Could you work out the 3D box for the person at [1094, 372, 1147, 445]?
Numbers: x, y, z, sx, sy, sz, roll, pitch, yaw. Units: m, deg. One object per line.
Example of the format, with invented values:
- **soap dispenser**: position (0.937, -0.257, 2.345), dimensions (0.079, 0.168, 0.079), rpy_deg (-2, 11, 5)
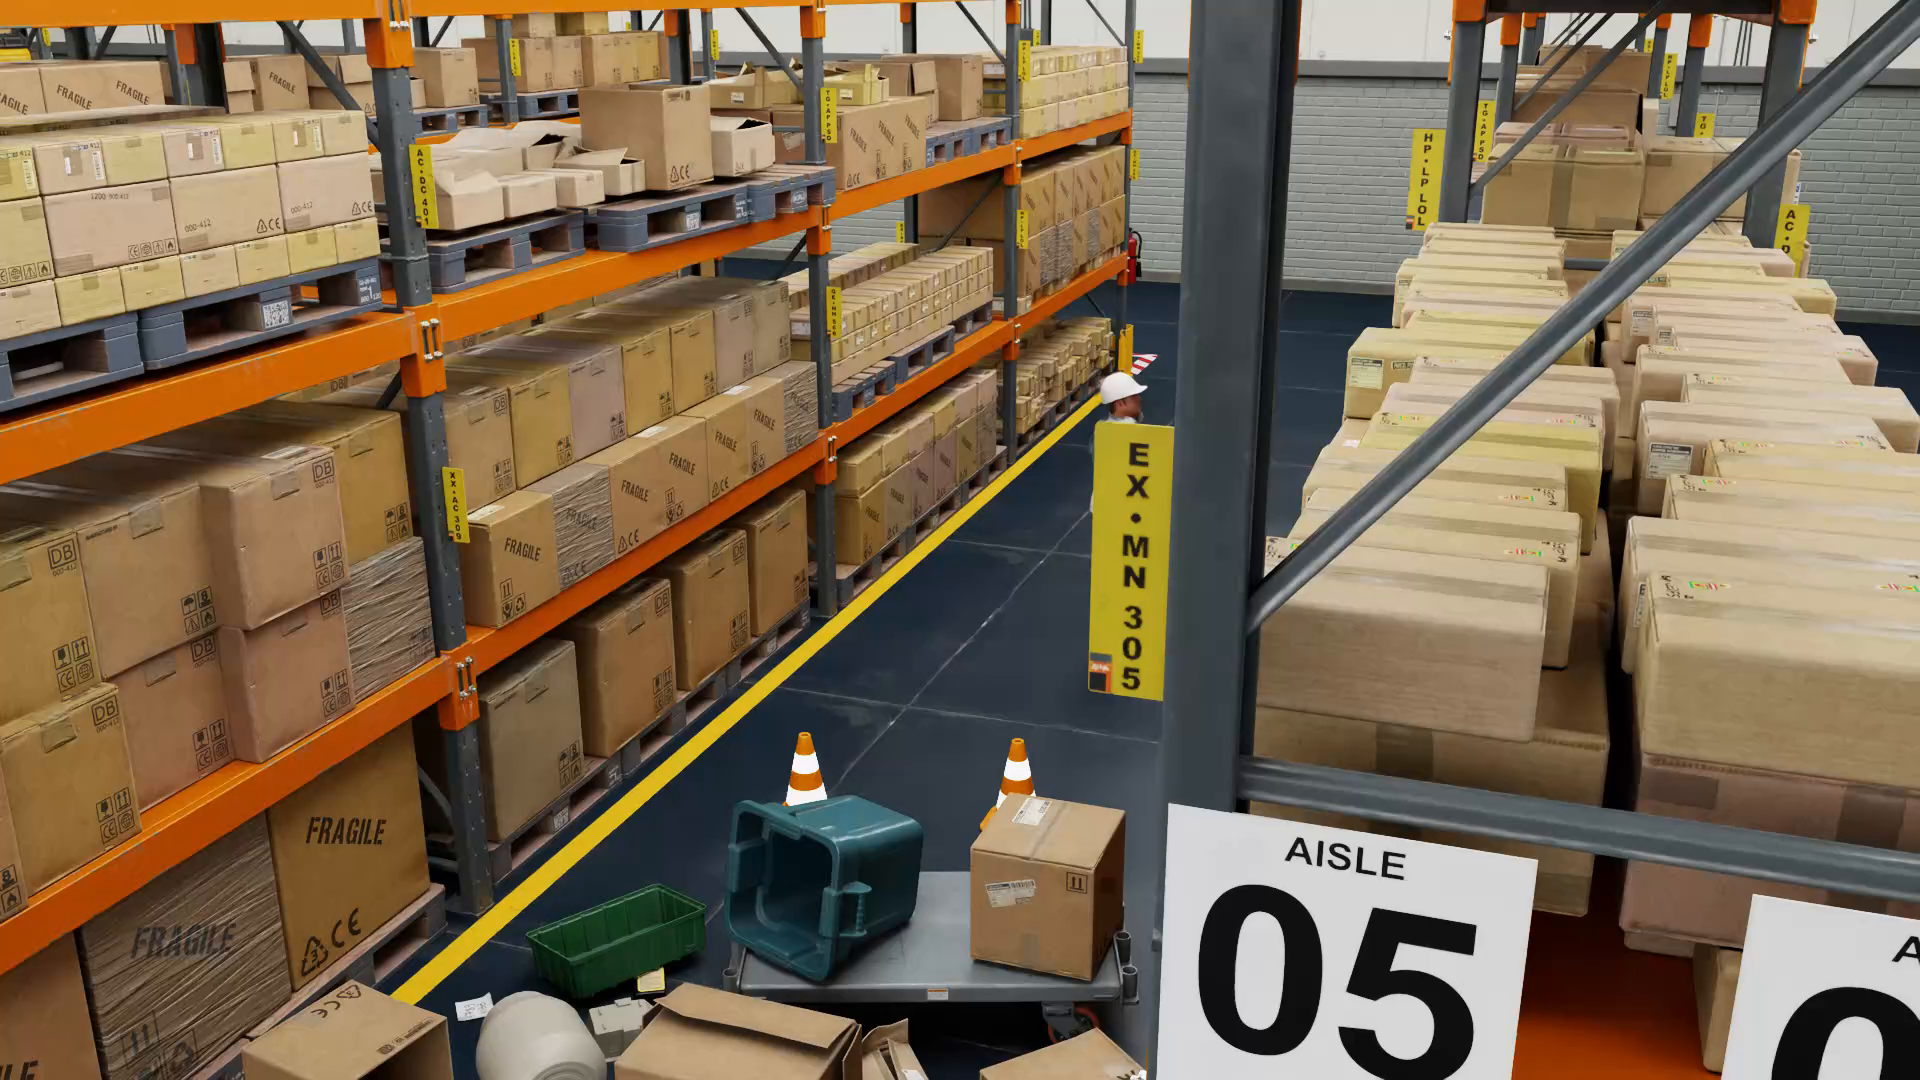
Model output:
- **person**: position (1.142, -0.181, 10.562), dimensions (0.551, 1.770, 0.500), rpy_deg (6, 19, 17)
